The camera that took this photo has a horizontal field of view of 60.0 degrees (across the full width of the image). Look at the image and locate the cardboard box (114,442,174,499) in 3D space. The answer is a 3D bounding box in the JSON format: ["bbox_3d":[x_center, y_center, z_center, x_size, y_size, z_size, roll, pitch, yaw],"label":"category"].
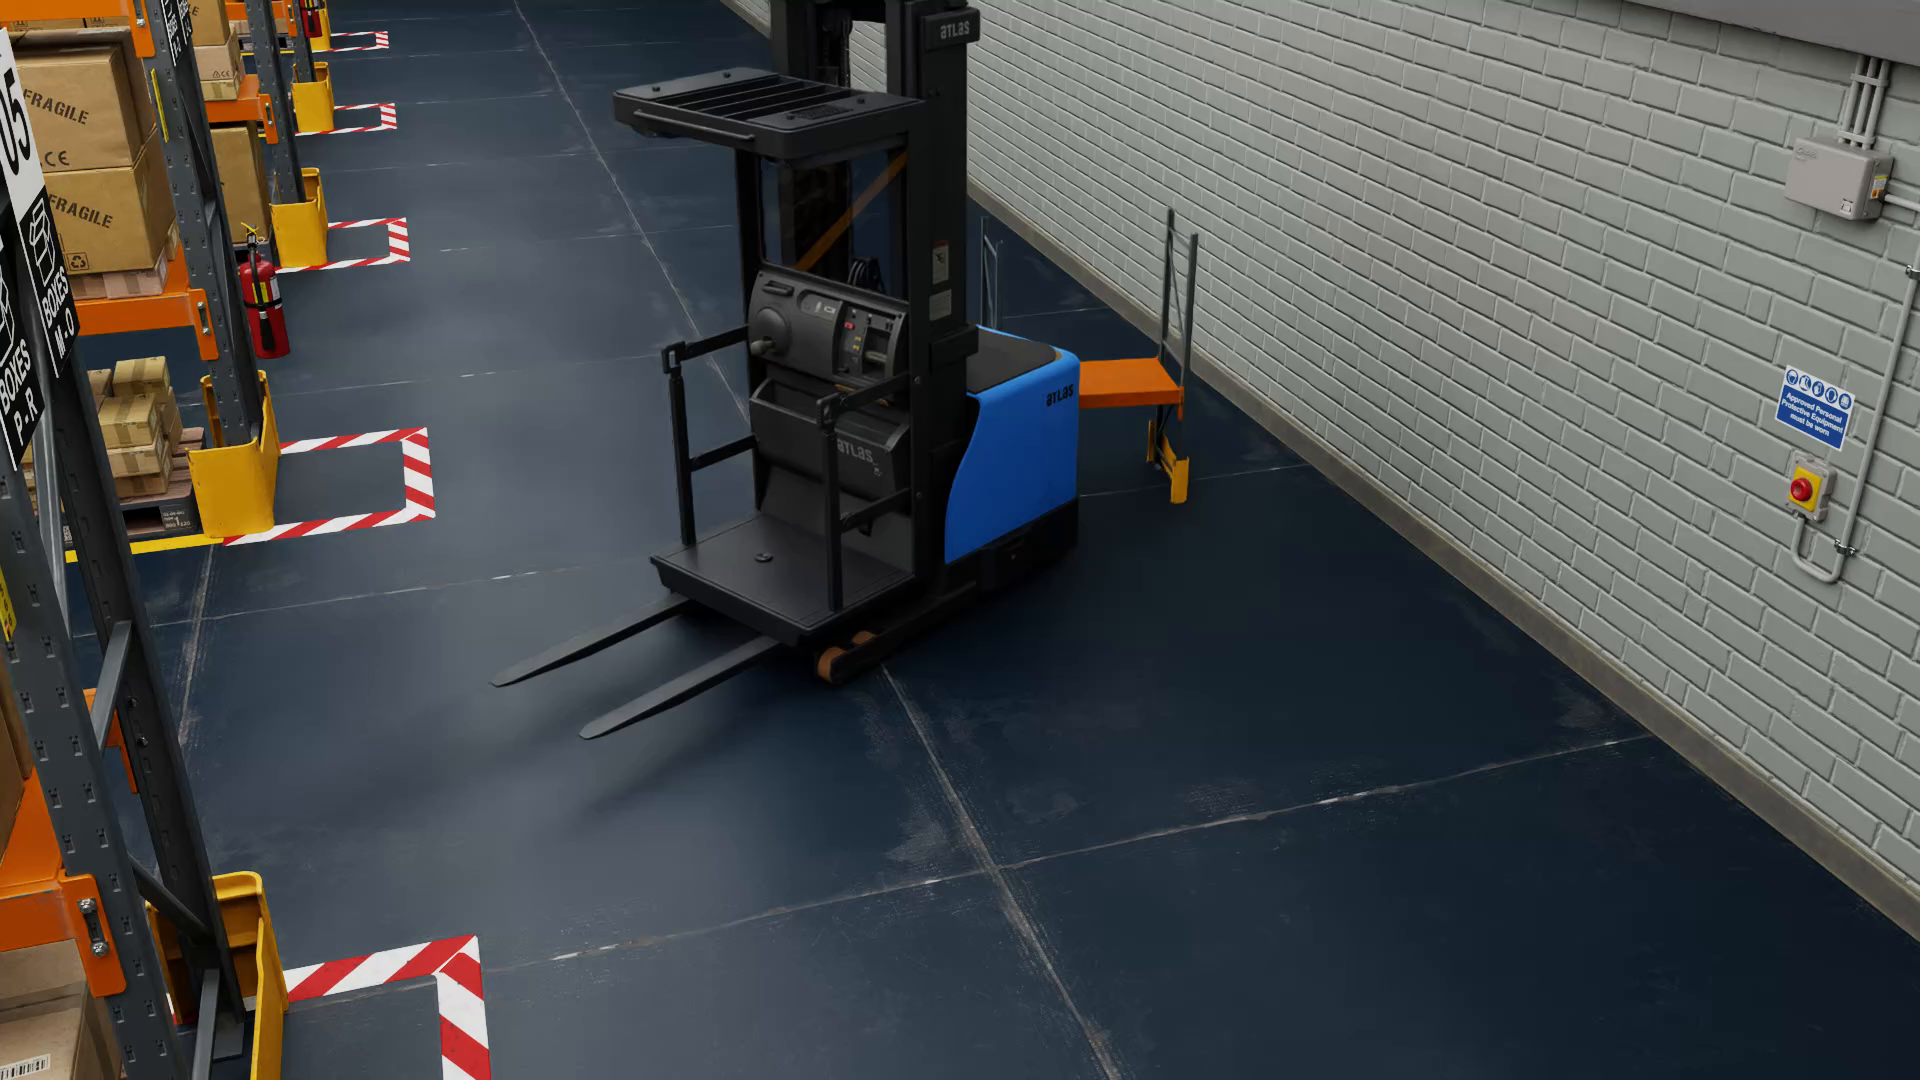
[{"bbox_3d":[-4.360,-0.375,8.865,0.250,0.149,0.380,-8,27,-15],"label":"cardboard box"}]

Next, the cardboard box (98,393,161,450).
[{"bbox_3d":[-4.349,-0.622,8.694,0.250,0.149,0.380,-8,27,-16],"label":"cardboard box"}]

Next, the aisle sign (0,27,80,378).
[{"bbox_3d":[-2.317,-0.842,4.149,0.004,0.787,0.394,-8,28,-16],"label":"aisle sign"}]

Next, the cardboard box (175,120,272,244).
[{"bbox_3d":[-5.948,-2.850,13.034,0.875,0.875,0.875,-8,28,-16],"label":"cardboard box"}]

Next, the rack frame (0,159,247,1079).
[{"bbox_3d":[-2.295,0.455,4.460,0.127,3.000,1.000,-8,28,-16],"label":"rack frame"}]

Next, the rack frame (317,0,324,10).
[{"bbox_3d":[-8.428,-7.924,21.338,0.127,3.000,1.000,-8,28,-16],"label":"rack frame"}]

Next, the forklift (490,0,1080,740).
[{"bbox_3d":[-0.743,-0.919,7.305,1.130,2.935,3.031,21,33,36],"label":"forklift"}]

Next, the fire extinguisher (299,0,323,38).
[{"bbox_3d":[-6.614,-5.456,16.873,0.183,0.674,0.296,-8,28,-16],"label":"fire extinguisher"}]

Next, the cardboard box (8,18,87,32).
[{"bbox_3d":[-6.870,-4.042,12.510,0.500,0.500,0.500,-9,28,-17],"label":"cardboard box"}]

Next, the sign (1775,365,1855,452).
[{"bbox_3d":[3.102,-0.481,6.042,0.001,0.218,0.327,-8,28,-16],"label":"sign"}]

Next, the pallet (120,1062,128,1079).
[{"bbox_3d":[-3.031,1.847,4.792,1.213,0.211,1.003,-8,28,-16],"label":"pallet"}]

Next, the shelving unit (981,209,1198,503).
[{"bbox_3d":[0.678,-0.974,9.026,1.083,1.500,0.587,-4,27,-8],"label":"shelving unit"}]

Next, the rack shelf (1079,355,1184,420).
[{"bbox_3d":[0.669,-0.813,9.105,1.000,0.185,0.538,-4,27,-8],"label":"rack shelf"}]

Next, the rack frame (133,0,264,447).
[{"bbox_3d":[-3.924,-1.624,8.648,0.127,3.000,1.000,-8,28,-16],"label":"rack frame"}]

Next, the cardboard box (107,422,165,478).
[{"bbox_3d":[-4.338,-0.475,8.733,0.250,0.149,0.380,-9,28,-17],"label":"cardboard box"}]

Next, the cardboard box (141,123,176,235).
[{"bbox_3d":[-4.437,-1.857,8.670,0.500,0.500,0.500,-7,27,-14],"label":"cardboard box"}]

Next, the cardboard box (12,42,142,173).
[{"bbox_3d":[-4.282,-2.082,7.998,0.500,0.500,0.500,-9,28,-17],"label":"cardboard box"}]

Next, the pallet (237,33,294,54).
[{"bbox_3d":[-9.258,-6.554,21.715,1.213,0.211,1.003,-8,28,-16],"label":"pallet"}]

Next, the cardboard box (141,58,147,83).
[{"bbox_3d":[-6.225,-3.553,12.367,0.500,0.250,0.500,-9,28,-17],"label":"cardboard box"}]

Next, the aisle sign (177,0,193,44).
[{"bbox_3d":[-3.948,-2.925,8.346,0.004,0.787,0.394,-8,28,-16],"label":"aisle sign"}]

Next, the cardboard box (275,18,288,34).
[{"bbox_3d":[-8.869,-6.823,21.436,0.500,0.500,0.500,-8,28,-16],"label":"cardboard box"}]

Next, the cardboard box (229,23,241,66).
[{"bbox_3d":[-5.904,-3.849,12.964,0.500,0.250,0.500,-9,28,-17],"label":"cardboard box"}]

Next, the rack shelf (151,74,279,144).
[{"bbox_3d":[-7.266,-3.137,12.505,4.000,0.370,1.077,-8,28,-16],"label":"rack shelf"}]

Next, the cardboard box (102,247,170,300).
[{"bbox_3d":[-4.147,-1.347,8.373,0.250,0.149,0.380,-8,28,-16],"label":"cardboard box"}]

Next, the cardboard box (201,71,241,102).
[{"bbox_3d":[-5.601,-3.434,12.577,0.250,0.149,0.380,-8,27,-15],"label":"cardboard box"}]

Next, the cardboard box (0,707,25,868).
[{"bbox_3d":[-2.672,0.589,4.079,0.500,0.500,0.500,-8,28,-16],"label":"cardboard box"}]

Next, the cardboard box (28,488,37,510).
[{"bbox_3d":[-4.851,-0.296,8.707,0.250,0.149,0.380,-8,28,-16],"label":"cardboard box"}]

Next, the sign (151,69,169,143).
[{"bbox_3d":[-3.772,-2.047,7.842,0.005,0.325,0.100,-8,28,-16],"label":"sign"}]

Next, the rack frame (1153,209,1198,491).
[{"bbox_3d":[1.172,-1.008,9.094,0.032,1.500,0.500,-4,27,-8],"label":"rack frame"}]

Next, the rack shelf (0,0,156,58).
[{"bbox_3d":[-5.826,-2.370,7.586,4.000,0.370,1.077,-8,28,-16],"label":"rack shelf"}]

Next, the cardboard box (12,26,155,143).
[{"bbox_3d":[-4.433,-2.300,8.439,0.500,0.500,0.500,-8,28,-16],"label":"cardboard box"}]

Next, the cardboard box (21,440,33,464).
[{"bbox_3d":[-4.813,-0.522,8.493,0.250,0.149,0.380,-9,28,-17],"label":"cardboard box"}]

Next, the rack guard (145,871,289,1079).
[{"bbox_3d":[-2.273,1.571,5.023,0.348,0.500,1.175,-8,28,-16],"label":"rack guard"}]

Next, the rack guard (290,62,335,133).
[{"bbox_3d":[-6.879,-4.718,17.692,0.348,0.500,1.175,-8,28,-16],"label":"rack guard"}]

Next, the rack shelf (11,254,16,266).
[{"bbox_3d":[-4.197,-0.291,3.398,4.000,0.370,1.077,-8,28,-16],"label":"rack shelf"}]

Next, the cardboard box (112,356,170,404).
[{"bbox_3d":[-4.528,-0.873,9.200,0.250,0.149,0.380,-10,28,-18],"label":"cardboard box"}]

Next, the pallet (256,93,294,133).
[{"bbox_3d":[-7.694,-4.483,17.543,1.213,0.211,1.003,-8,28,-16],"label":"pallet"}]
